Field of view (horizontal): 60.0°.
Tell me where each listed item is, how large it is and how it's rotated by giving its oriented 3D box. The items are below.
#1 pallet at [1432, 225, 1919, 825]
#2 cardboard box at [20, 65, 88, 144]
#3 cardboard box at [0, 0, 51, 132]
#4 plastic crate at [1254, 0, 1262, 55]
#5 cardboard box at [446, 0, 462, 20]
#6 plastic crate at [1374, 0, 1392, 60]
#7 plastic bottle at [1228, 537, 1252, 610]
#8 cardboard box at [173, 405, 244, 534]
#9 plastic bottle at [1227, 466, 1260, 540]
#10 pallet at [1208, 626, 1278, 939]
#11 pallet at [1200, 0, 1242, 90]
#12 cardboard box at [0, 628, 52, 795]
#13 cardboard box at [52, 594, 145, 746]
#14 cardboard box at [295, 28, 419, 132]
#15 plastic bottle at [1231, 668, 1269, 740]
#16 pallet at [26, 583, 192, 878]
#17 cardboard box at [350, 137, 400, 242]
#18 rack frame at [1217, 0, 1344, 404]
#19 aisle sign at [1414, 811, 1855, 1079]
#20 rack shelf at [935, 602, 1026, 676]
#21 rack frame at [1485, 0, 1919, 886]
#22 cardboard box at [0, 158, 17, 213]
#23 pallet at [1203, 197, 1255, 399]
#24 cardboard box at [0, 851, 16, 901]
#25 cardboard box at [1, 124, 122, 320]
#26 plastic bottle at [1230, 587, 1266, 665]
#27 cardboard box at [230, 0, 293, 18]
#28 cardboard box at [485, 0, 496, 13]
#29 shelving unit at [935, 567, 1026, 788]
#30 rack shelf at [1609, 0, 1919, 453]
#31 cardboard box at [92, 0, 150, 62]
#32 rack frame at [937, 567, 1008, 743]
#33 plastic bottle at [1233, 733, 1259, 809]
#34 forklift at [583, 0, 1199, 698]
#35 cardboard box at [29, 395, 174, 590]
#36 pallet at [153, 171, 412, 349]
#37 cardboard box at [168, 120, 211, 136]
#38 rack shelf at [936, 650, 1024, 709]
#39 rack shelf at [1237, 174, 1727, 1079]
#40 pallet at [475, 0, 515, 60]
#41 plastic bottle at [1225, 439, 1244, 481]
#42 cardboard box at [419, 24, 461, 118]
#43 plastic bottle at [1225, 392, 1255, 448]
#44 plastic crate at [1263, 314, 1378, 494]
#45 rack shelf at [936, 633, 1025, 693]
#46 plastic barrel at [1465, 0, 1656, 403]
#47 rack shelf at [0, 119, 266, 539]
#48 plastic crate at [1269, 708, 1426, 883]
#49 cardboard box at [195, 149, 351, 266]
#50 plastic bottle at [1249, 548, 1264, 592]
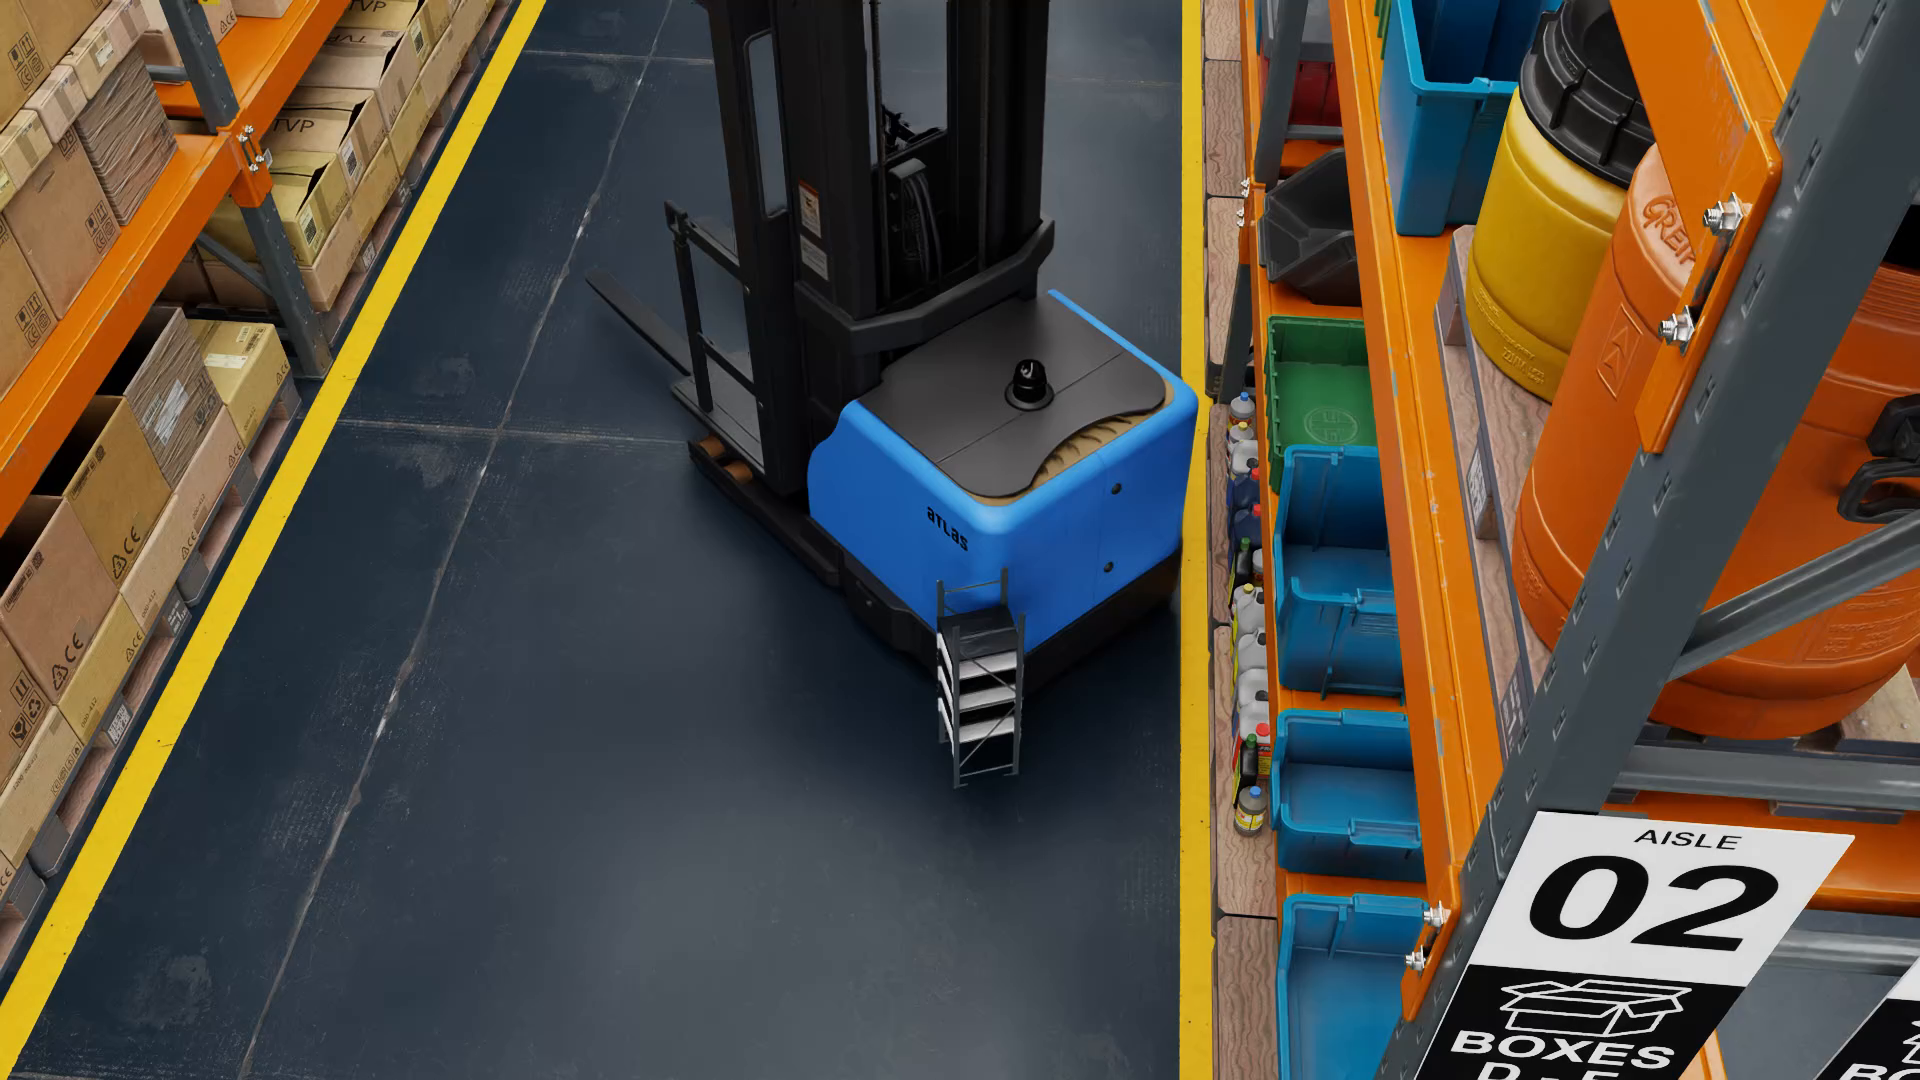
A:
[{"bbox_3d":[1.411,-0.078,2.909,1.003,0.211,1.213,4,48,4],"label":"pallet"},{"bbox_3d":[-3.187,-1.467,5.578,0.380,0.149,0.250,3,48,2],"label":"cardboard box"},{"bbox_3d":[-3.408,-1.576,5.238,0.700,0.500,0.500,4,48,3],"label":"cardboard box"},{"bbox_3d":[1.394,-2.293,6.851,0.392,0.384,0.575,4,48,4],"label":"plastic crate"},{"bbox_3d":[-2.857,-2.991,8.677,0.500,0.311,0.500,4,48,3],"label":"cardboard box"},{"bbox_3d":[1.188,-1.267,4.012,0.336,0.188,0.450,4,48,4],"label":"plastic crate"},{"bbox_3d":[1.043,0.124,6.173,0.061,0.283,0.133,6,48,5],"label":"plastic bottle"},{"bbox_3d":[-3.209,-0.294,6.591,0.500,0.250,0.500,4,48,4],"label":"cardboard box"},{"bbox_3d":[1.116,-0.156,6.383,0.144,0.351,0.185,5,48,5],"label":"plastic bottle"},{"bbox_3d":[1.392,0.864,5.843,1.003,0.211,1.213,4,48,4],"label":"pallet"},{"bbox_3d":[1.858,-2.898,9.284,1.003,0.211,1.213,4,48,4],"label":"pallet"},{"bbox_3d":[-3.347,0.555,5.306,0.500,0.500,0.500,4,48,4],"label":"cardboard box"},{"bbox_3d":[-3.285,0.442,5.918,0.500,0.250,0.500,4,48,4],"label":"cardboard box"},{"bbox_3d":[-2.947,-2.241,7.991,0.500,0.311,0.500,2,48,2],"label":"cardboard box"},{"bbox_3d":[1.032,0.579,5.761,0.152,0.276,0.135,3,48,2],"label":"plastic bottle"},{"bbox_3d":[-3.552,0.619,6.067,1.003,0.211,1.213,4,48,4],"label":"pallet"},{"bbox_3d":[-2.998,-1.672,7.851,0.500,0.250,0.500,5,48,5],"label":"cardboard box"},{"bbox_3d":[1.603,-1.467,6.085,1.000,3.000,0.127,4,48,4],"label":"rack frame"},{"bbox_3d":[0.936,0.628,2.407,0.394,0.787,0.004,4,48,4],"label":"aisle sign"},{"bbox_3d":[0.068,0.329,5.544,0.258,0.077,0.200,-11,49,-10],"label":"rack shelf"},{"bbox_3d":[1.239,-0.552,1.183,1.000,3.000,0.127,4,48,4],"label":"rack frame"},{"bbox_3d":[-3.235,-1.094,5.236,0.380,0.149,0.250,4,48,3],"label":"cardboard box"},{"bbox_3d":[1.636,-1.106,7.644,1.003,0.211,1.213,4,48,4],"label":"pallet"},{"bbox_3d":[-3.382,1.176,5.246,0.500,0.250,0.500,4,48,4],"label":"cardboard box"},{"bbox_3d":[-3.405,-1.122,5.702,0.700,0.500,0.500,3,48,3],"label":"cardboard box"},{"bbox_3d":[1.060,0.295,5.970,0.144,0.351,0.185,4,48,3],"label":"plastic bottle"},{"bbox_3d":[-3.045,-2.355,7.068,0.380,0.149,0.250,4,48,4],"label":"cardboard box"},{"bbox_3d":[-2.813,-3.174,9.225,0.500,0.250,0.500,3,48,3],"label":"cardboard box"},{"bbox_3d":[0.068,0.489,5.719,0.258,0.900,0.210,-11,49,-10],"label":"shelving unit"},{"bbox_3d":[1.421,-1.644,2.940,1.077,0.370,4.000,4,48,4],"label":"rack shelf"},{"bbox_3d":[-3.141,-1.841,5.920,0.380,0.149,0.250,4,48,3],"label":"cardboard box"},{"bbox_3d":[0.041,0.416,5.785,0.240,0.900,0.006,-11,49,-10],"label":"rack frame"},{"bbox_3d":[0.962,0.775,5.577,0.061,0.283,0.133,5,48,4],"label":"plastic bottle"},{"bbox_3d":[-0.485,-1.372,6.044,1.130,2.935,3.031,-32,55,-26],"label":"forklift"},{"bbox_3d":[-3.253,-0.180,5.978,0.500,0.500,0.500,4,48,4],"label":"cardboard box"},{"bbox_3d":[-3.301,-1.406,7.919,1.003,0.211,1.213,4,48,4],"label":"pallet"},{"bbox_3d":[-3.537,-1.905,7.685,0.500,0.311,0.500,5,48,5],"label":"cardboard box"},{"bbox_3d":[0.068,0.450,5.677,0.258,0.077,0.200,-11,49,-10],"label":"rack shelf"},{"bbox_3d":[1.421,0.246,5.006,1.077,0.370,4.000,4,48,4],"label":"rack shelf"},{"bbox_3d":[-3.079,-3.199,9.558,1.003,0.211,1.213,4,48,4],"label":"pallet"},{"bbox_3d":[1.119,-0.317,6.631,0.097,0.201,0.097,0,48,0],"label":"plastic bottle"},{"bbox_3d":[-2.906,-2.426,8.541,0.500,0.250,0.500,5,48,4],"label":"cardboard box"},{"bbox_3d":[1.137,-0.490,6.742,0.097,0.271,0.097,0,48,0],"label":"plastic bottle"},{"bbox_3d":[1.198,-0.417,5.268,0.450,0.188,0.662,4,48,4],"label":"plastic crate"},{"bbox_3d":[0.068,0.390,5.611,0.258,0.077,0.200,-11,49,-10],"label":"rack shelf"},{"bbox_3d":[1.216,-0.591,2.839,0.600,0.588,0.600,0,48,0],"label":"plastic barrel"},{"bbox_3d":[-3.512,-0.090,5.313,1.077,0.370,4.000,4,48,4],"label":"rack shelf"},{"bbox_3d":[1.051,0.658,4.242,0.499,0.251,0.408,4,48,4],"label":"plastic crate"},{"bbox_3d":[-3.044,-1.493,7.307,0.500,0.311,0.500,4,48,4],"label":"cardboard box"},{"bbox_3d":[1.123,0.120,6.184,0.097,0.271,0.097,0,48,0],"label":"plastic bottle"}]
